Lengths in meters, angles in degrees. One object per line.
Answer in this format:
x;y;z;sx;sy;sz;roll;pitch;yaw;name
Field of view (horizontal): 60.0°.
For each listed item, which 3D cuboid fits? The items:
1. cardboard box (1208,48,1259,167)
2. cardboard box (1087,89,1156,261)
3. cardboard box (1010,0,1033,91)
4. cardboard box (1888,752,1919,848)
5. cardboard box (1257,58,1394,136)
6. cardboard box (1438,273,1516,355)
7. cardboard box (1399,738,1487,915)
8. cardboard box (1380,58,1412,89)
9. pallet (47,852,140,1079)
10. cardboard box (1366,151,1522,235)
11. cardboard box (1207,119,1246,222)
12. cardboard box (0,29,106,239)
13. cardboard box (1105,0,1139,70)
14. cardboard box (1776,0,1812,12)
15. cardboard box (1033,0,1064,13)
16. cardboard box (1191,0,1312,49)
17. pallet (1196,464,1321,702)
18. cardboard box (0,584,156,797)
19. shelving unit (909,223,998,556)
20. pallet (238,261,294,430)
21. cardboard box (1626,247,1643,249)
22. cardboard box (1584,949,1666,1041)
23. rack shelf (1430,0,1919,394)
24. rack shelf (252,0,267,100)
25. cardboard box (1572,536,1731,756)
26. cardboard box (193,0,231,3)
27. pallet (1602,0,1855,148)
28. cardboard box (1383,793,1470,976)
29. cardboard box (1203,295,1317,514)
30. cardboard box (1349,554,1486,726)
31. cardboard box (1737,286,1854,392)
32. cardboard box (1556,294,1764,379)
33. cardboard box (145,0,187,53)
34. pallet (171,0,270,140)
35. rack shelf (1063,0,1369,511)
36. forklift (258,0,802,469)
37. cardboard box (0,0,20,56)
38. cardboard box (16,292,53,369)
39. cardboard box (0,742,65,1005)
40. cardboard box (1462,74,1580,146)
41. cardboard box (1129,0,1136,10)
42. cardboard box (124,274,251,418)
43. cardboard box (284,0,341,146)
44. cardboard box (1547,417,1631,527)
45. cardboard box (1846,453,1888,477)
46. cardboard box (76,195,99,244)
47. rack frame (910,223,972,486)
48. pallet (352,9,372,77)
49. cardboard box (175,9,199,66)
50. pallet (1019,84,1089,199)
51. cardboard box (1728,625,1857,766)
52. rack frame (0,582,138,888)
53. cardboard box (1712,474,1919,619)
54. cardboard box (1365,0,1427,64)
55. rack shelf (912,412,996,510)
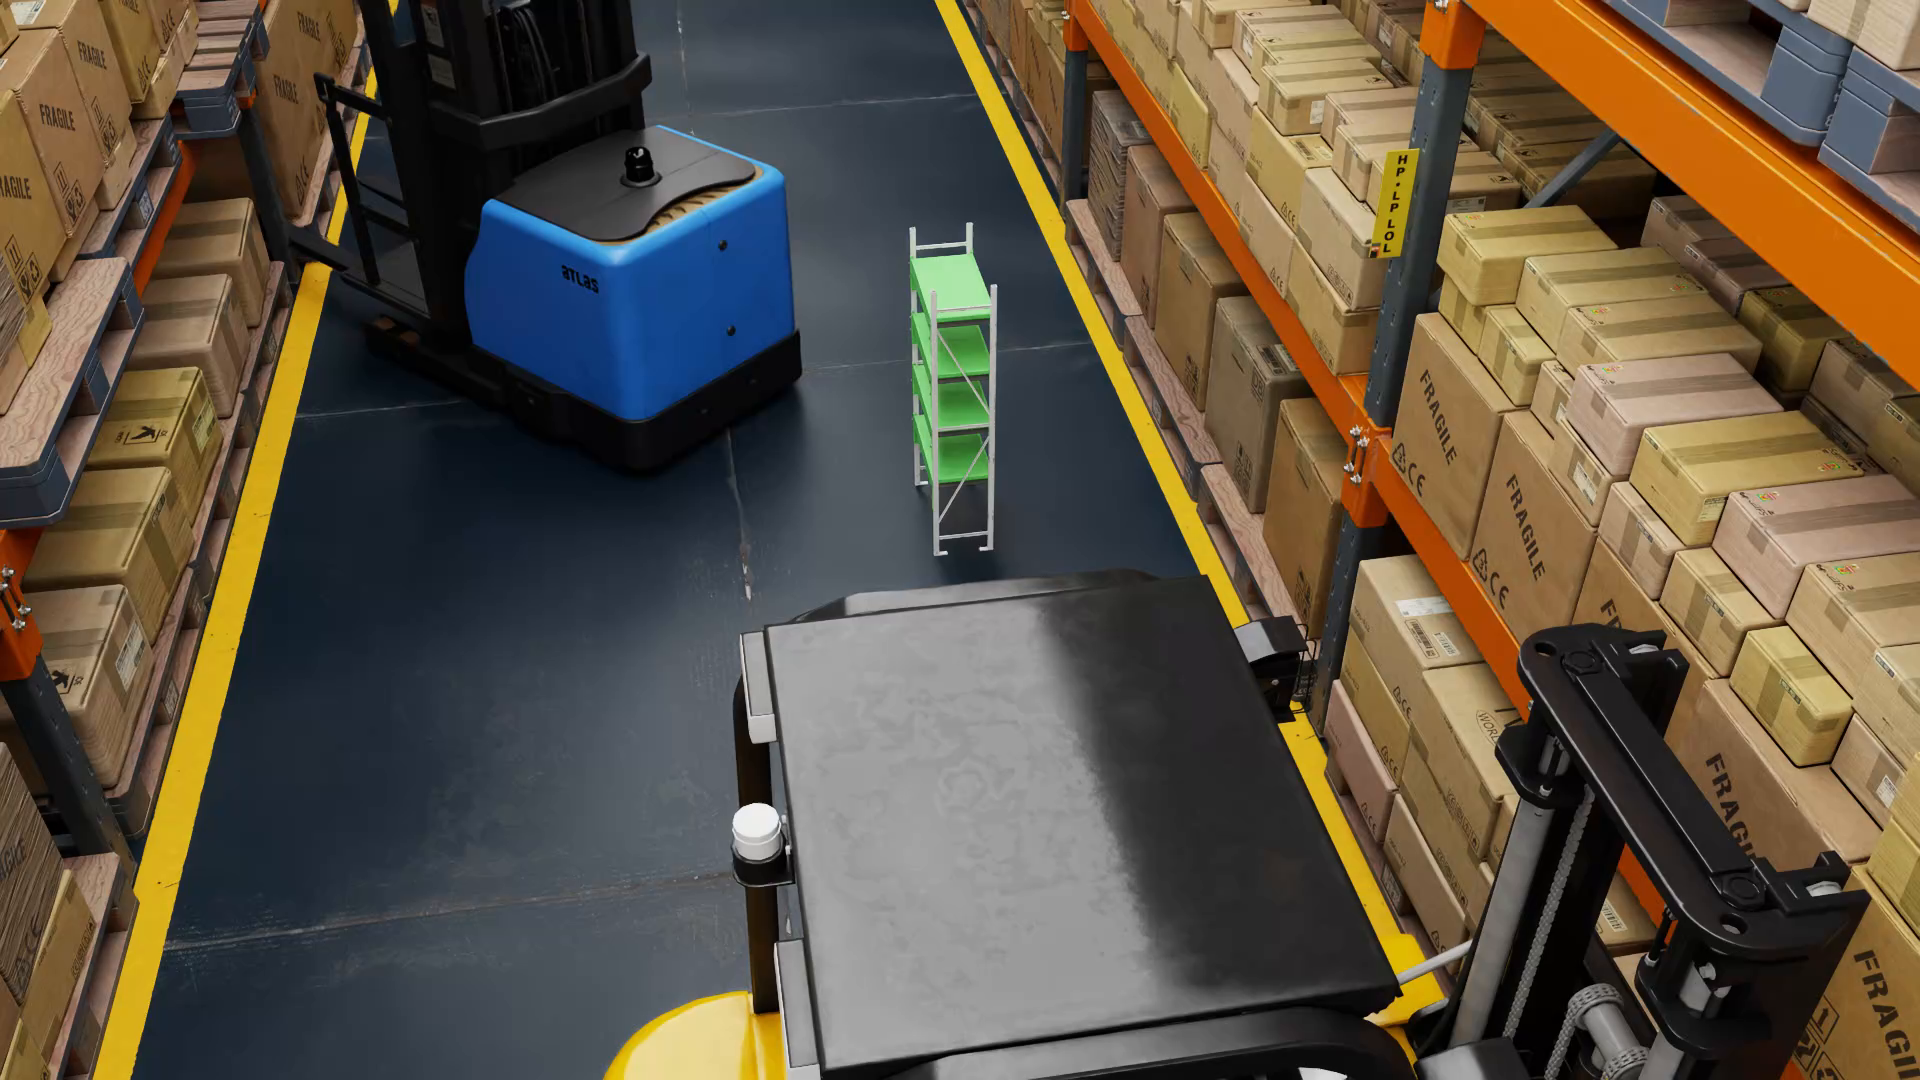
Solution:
1.224;-1.598;6.076;0.500;0.250;0.500;-6;38;-7;cardboard box
1.137;-1.837;8.263;0.875;0.625;0.625;-5;38;-7;cardboard box
0.584;-3.017;9.884;0.500;0.500;0.500;-5;38;-6;cardboard box
1.851;0.478;2.837;0.380;0.149;0.250;-6;38;-7;cardboard box
1.233;-1.501;5.627;0.380;0.149;0.250;-7;38;-9;cardboard box
1.540;-0.646;4.526;0.380;0.149;0.250;-7;38;-9;cardboard box
1.614;0.781;4.791;0.500;0.250;0.500;-6;38;-8;cardboard box
1.749;-1.659;6.156;0.500;0.250;0.500;-7;38;-9;cardboard box
-2.991;1.468;4.688;1.003;0.211;1.213;-6;38;-8;pallet
1.464;-1.049;5.045;0.380;0.149;0.250;-5;38;-6;cardboard box
1.246;-1.394;6.222;0.500;0.250;0.500;-6;38;-8;cardboard box
-3.105;-1.274;5.279;0.500;0.500;0.500;-6;38;-8;cardboard box
0.962;-2.329;7.426;0.500;0.250;0.500;-7;38;-9;cardboard box
1.657;-1.094;3.049;0.380;0.149;0.250;-5;38;-7;cardboard box
0.624;-3.018;9.357;0.380;0.149;0.250;-7;38;-9;cardboard box
1.088;-1.970;6.230;0.380;0.149;0.250;-7;38;-9;cardboard box
1.575;0.089;6.463;1.003;0.211;1.213;-6;38;-8;pallet
-3.238;0.520;5.435;0.950;0.372;0.625;-6;38;-7;cardboard box
-0.029;-0.574;6.511;0.258;1.200;0.503;-6;38;-8;shelving unit
-3.709;-0.878;7.708;1.003;0.211;1.213;-6;38;-8;pallet
2.052;-0.700;4.596;0.380;0.149;0.250;-6;38;-8;cardboard box
1.781;1.207;3.835;0.500;0.250;0.500;-7;38;-9;cardboard box
2.093;-0.264;2.786;1.077;0.370;4.000;-6;38;-8;rack shelf
-4.195;-3.375;9.236;1.077;0.370;4.000;-6;38;-8;rack shelf
1.761;0.304;3.832;0.500;0.500;0.500;-7;38;-8;cardboard box
-3.683;-2.714;7.921;0.500;0.250;0.500;-7;38;-9;cardboard box
1.918;-1.208;3.488;1.003;0.211;1.213;-6;38;-8;pallet
1.606;0.982;4.940;0.500;0.250;0.500;-7;38;-9;cardboard box
1.512;-0.583;6.648;0.875;0.625;0.625;-7;38;-8;cardboard box
1.519;0.280;5.029;0.500;0.250;0.500;-7;38;-9;cardboard box
2.159;-0.509;4.108;0.380;0.149;0.250;-7;38;-8;cardboard box
1.695;-0.459;4.043;0.380;0.149;0.250;-7;38;-9;cardboard box
-3.390;-2.218;6.494;0.500;0.500;0.500;-7;38;-9;cardboard box
-3.615;-1.956;6.979;1.213;0.211;1.003;-6;38;-8;pallet
1.392;-1.495;6.816;1.077;0.370;4.000;-6;38;-8;rack shelf
-2.195;-2.198;7.191;3.031;2.935;1.130;26;45;29;forklift
-3.170;-1.581;5.145;0.380;0.149;0.250;-4;38;-5;cardboard box
-2.964;-0.621;4.967;0.380;0.149;0.250;-5;38;-7;cardboard box
-2.775;0.917;4.412;0.500;0.500;0.500;-7;38;-9;cardboard box
1.854;-1.421;5.524;0.380;0.149;0.250;-6;38;-8;cardboard box
0.965;-2.528;7.274;0.500;0.250;0.500;-5;38;-7;cardboard box
-3.618;-0.792;7.124;0.950;0.372;0.625;-7;38;-9;cardboard box
-4.036;-2.743;9.225;0.875;0.875;0.875;-6;38;-7;cardboard box
1.630;-0.178;3.924;0.380;0.149;0.250;-5;38;-7;cardboard box
2.203;-0.079;3.797;0.380;0.149;0.250;-5;38;-6;cardboard box
-3.135;-1.094;5.575;0.380;0.149;0.250;-6;38;-8;cardboard box
-0.072;-0.721;6.700;0.240;1.200;0.015;-6;38;-8;rack frame
-4.336;-3.308;10.836;1.003;0.211;1.213;-6;38;-8;pallet
-3.349;-2.043;6.798;0.380;0.149;0.250;-7;38;-8;cardboard box
0.948;-2.341;9.591;1.003;0.211;1.213;-6;38;-8;pallet
1.791;0.290;3.321;0.380;0.149;0.250;-7;38;-9;cardboard box
-3.143;-0.035;4.350;1.000;3.000;0.127;-6;38;-8;rack frame
1.810;0.010;3.440;0.380;0.149;0.250;-6;38;-8;cardboard box
1.721;-1.878;6.112;0.380;0.149;0.250;-7;38;-8;cardboard box
-0.029;-0.334;6.697;0.258;0.148;0.480;-6;38;-8;rack shelf
